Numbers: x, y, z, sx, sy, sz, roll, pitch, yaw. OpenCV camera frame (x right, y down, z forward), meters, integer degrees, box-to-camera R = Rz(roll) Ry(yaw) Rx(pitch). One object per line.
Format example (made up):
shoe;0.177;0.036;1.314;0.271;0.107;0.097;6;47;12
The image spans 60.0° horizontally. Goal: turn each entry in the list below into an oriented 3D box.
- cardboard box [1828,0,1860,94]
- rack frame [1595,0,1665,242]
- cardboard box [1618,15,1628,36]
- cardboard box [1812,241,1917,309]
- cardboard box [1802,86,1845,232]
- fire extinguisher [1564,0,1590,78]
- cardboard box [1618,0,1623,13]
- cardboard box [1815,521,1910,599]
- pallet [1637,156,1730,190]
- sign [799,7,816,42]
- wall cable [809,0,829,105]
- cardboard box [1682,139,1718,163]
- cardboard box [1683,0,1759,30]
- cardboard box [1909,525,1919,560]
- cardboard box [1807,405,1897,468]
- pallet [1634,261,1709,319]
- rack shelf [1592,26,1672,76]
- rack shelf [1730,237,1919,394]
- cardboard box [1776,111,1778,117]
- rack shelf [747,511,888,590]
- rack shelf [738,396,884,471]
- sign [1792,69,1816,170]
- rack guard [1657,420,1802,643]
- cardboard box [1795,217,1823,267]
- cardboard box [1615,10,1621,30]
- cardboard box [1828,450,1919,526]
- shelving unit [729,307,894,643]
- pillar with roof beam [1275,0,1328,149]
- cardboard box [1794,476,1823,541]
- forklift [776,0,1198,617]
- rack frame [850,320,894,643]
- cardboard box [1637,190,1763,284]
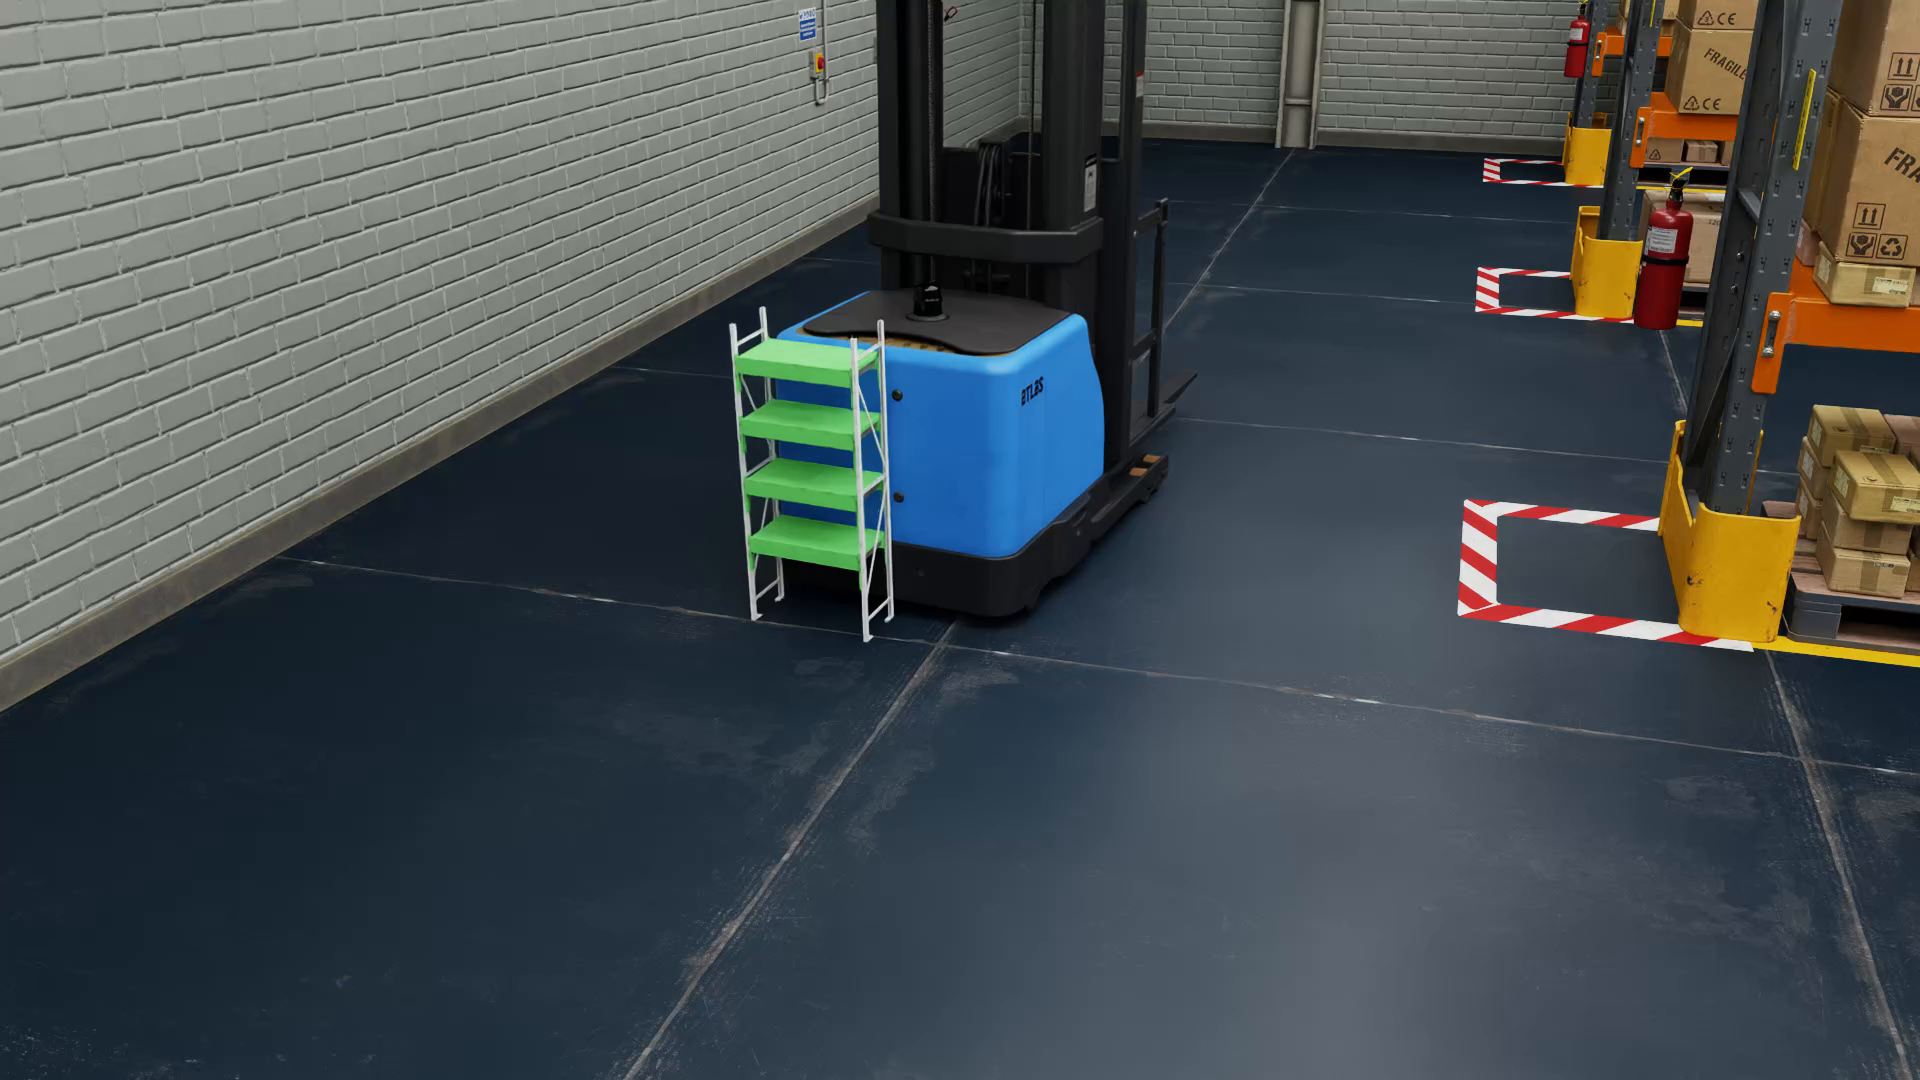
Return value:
cardboard box;3.543;-1.916;6.147;0.500;0.500;0.500;6;23;14
rack frame;4.366;-3.039;10.725;0.127;3.000;1.000;7;23;16
cardboard box;6.031;-4.590;14.840;0.250;0.149;0.380;6;23;15
cardboard box;3.248;-0.958;5.984;0.250;0.149;0.380;6;23;15
cardboard box;3.537;-1.457;6.346;0.500;0.500;0.500;7;23;17
fire extinguisher;5.522;-4.482;14.838;0.183;0.674;0.296;7;23;16
cardboard box;6.313;-4.957;15.207;0.500;0.250;0.500;7;23;17
cardboard box;3.442;0.069;6.351;0.250;0.149;0.380;7;23;17
pallet;6.632;-3.457;15.420;1.213;0.211;1.003;7;23;16
sign;-1.112;-3.762;12.134;0.001;0.218;0.327;7;23;16
wall cable;-1.039;-4.133;12.013;0.123;1.953;0.585;7;23;16
cardboard box;6.750;-3.556;15.189;0.250;0.149;0.380;6;23;13
cardboard box;4.743;-3.391;10.136;0.500;0.500;0.500;6;23;14
cardboard box;3.706;-0.041;6.228;0.250;0.149;0.380;6;23;15
cardboard box;3.613;-0.414;6.745;0.250;0.149;0.380;7;23;16
pallet;5.154;-1.689;11.110;1.213;0.211;1.003;7;23;16
rack shelf;7.711;-4.290;14.725;4.000;0.370;1.077;7;23;16
rack shelf;4.947;-0.677;5.916;4.000;0.370;1.077;7;23;16
cardboard box;5.235;-2.883;10.213;0.500;0.500;0.500;6;23;15
rack shelf;-0.541;0.037;6.387;0.480;0.148;0.258;9;26;22
rack shelf;-0.549;-0.401;6.189;0.480;0.148;0.258;9;26;22
sign;2.876;-1.432;5.669;0.005;0.325;0.100;7;23;16
rack guard;3.105;-0.064;6.768;0.348;0.500;1.175;7;23;16
cardboard box;3.426;-1.180;6.525;0.250;0.149;0.380;7;23;16
cardboard box;6.191;-4.787;15.320;0.250;0.149;0.380;6;23;15
cardboard box;3.436;-0.199;6.221;0.250;0.149;0.380;5;23;13
shelving unit;-0.546;-0.240;6.262;0.503;1.200;0.258;9;26;22
pillar with roof beam;2.231;-6.677;11.690;0.400;9.000;9.100;7;23;16
cardboard box;3.597;-0.122;6.819;0.250;0.149;0.380;7;23;16
forklift;0.337;-1.587;7.277;1.130;2.935;3.031;10;24;23
rack frame;-0.322;-0.204;6.172;0.015;1.200;0.240;9;26;22
cardboard box;5.026;-2.011;11.044;0.875;0.438;0.875;6;23;14
